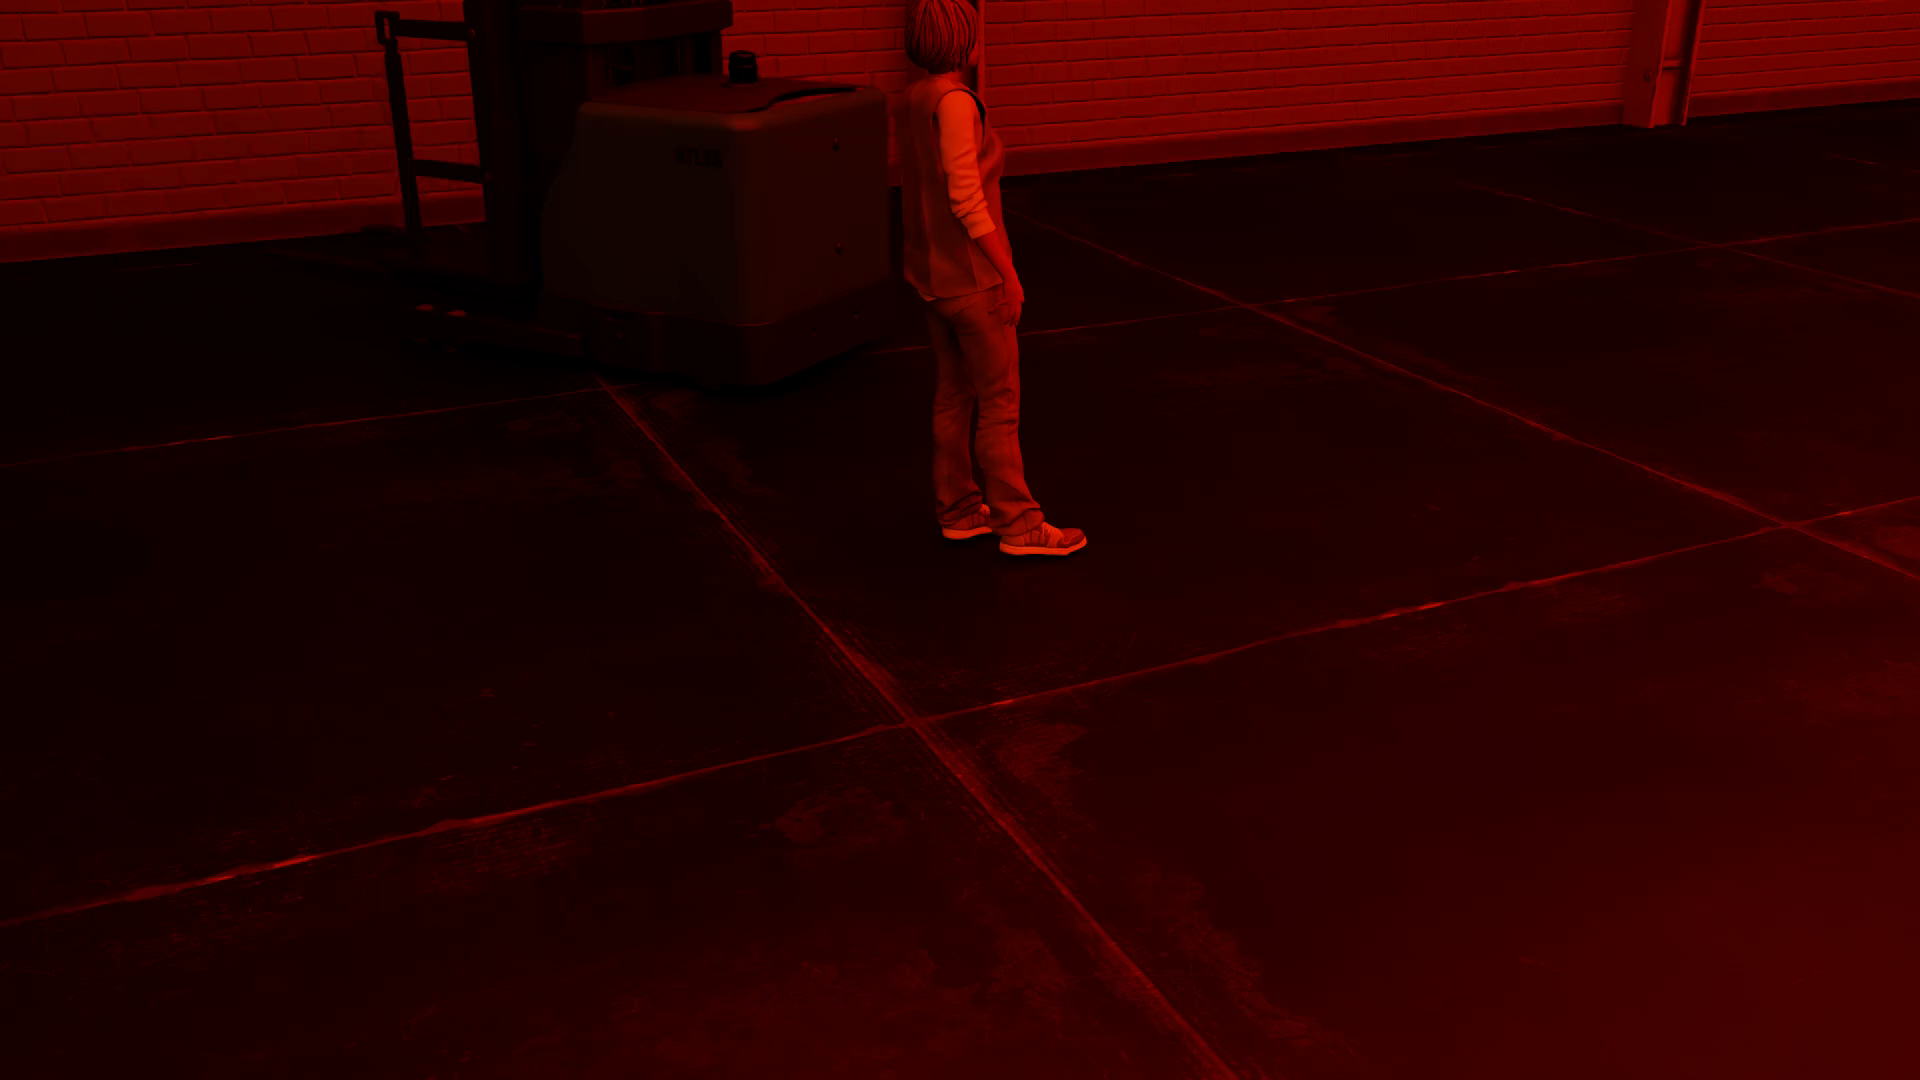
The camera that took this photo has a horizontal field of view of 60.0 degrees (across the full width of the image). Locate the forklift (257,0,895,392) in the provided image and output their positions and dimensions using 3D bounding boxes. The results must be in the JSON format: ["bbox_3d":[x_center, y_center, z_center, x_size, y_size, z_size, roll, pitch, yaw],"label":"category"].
[{"bbox_3d":[-1.812,-2.321,6.873,3.031,2.935,1.130,12,26,27],"label":"forklift"}]

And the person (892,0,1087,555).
[{"bbox_3d":[0.073,-0.751,4.814,0.475,1.597,0.520,-10,25,-23],"label":"person"}]
